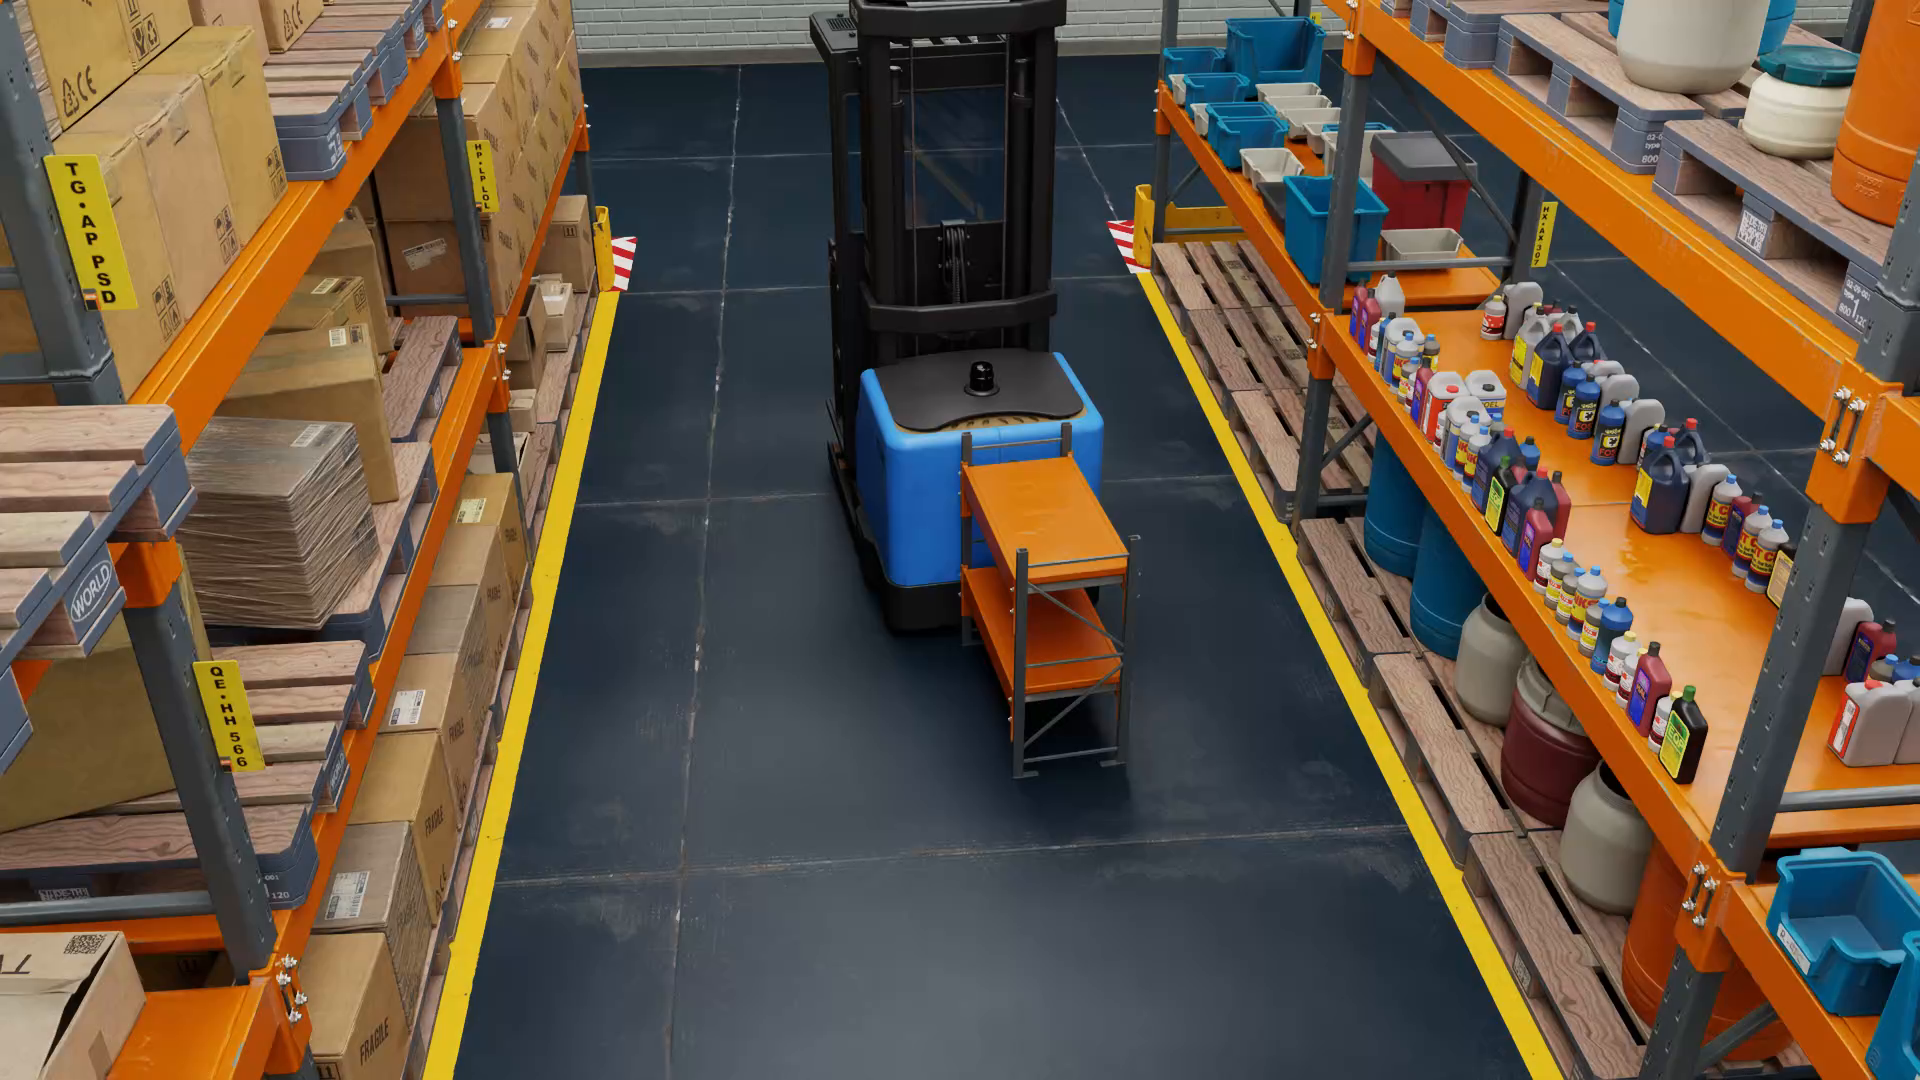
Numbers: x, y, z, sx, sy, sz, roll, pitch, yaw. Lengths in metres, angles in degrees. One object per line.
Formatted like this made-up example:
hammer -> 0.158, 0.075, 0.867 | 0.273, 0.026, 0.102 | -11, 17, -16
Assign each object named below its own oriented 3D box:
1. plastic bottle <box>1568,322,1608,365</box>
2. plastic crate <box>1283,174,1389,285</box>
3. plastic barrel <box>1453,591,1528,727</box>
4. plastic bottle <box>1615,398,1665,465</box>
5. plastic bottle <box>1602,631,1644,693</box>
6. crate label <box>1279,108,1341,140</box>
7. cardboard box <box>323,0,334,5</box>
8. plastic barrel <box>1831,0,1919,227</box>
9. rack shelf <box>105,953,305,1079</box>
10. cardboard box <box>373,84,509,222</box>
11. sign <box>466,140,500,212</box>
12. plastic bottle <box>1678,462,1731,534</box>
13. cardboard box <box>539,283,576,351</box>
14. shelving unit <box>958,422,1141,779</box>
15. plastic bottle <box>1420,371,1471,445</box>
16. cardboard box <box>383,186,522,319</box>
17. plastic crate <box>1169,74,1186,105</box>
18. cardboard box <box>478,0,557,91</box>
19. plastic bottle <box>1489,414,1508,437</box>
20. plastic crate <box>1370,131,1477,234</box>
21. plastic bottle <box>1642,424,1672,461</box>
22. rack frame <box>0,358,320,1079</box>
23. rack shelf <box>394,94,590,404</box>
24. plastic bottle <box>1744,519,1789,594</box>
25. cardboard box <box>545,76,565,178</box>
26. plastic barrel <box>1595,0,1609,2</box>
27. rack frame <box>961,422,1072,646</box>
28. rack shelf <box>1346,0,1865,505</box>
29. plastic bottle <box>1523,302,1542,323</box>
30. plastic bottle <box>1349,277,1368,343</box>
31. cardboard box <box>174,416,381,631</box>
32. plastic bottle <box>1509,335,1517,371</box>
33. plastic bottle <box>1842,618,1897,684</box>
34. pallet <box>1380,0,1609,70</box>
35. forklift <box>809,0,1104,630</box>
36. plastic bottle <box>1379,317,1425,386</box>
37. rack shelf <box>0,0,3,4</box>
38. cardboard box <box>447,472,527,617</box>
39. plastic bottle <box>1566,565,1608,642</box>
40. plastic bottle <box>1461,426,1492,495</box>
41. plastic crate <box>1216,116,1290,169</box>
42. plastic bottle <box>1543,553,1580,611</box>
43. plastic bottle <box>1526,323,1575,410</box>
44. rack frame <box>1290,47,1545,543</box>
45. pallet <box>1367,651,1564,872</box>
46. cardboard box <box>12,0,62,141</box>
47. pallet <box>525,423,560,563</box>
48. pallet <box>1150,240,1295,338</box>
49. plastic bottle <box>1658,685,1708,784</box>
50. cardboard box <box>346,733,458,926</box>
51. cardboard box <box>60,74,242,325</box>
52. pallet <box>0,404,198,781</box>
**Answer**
plastic bottle -> 2.686, -0.758, 7.142 | 0.144, 0.351, 0.185 | -3, 31, -5
plastic crate -> 1.874, -1.568, 8.407 | 0.392, 0.384, 0.575 | -3, 31, -5
plastic barrel -> 2.321, 0.493, 7.016 | 0.421, 0.512, 0.421 | 0, 31, 0
plastic bottle -> 2.731, -0.457, 6.711 | 0.152, 0.276, 0.135 | -3, 31, -5
plastic bottle -> 2.145, 0.387, 5.371 | 0.097, 0.201, 0.097 | 0, 31, 0
crate label -> 2.203, -2.585, 10.351 | 0.396, 0.136, 0.243 | -3, 31, -5
cardboard box -> -2.701, -2.385, 6.288 | 0.600, 0.600, 0.600 | -6, 31, -9
plastic barrel -> 2.580, -1.227, 4.126 | 0.600, 0.830, 0.708 | -3, 31, -5
rack shelf -> -2.115, 2.280, 2.709 | 1.077, 0.370, 4.000 | -3, 31, -5
cardboard box -> -2.439, -1.818, 7.796 | 0.500, 0.500, 0.500 | -2, 31, -3
sign -> -2.123, -1.617, 7.403 | 0.100, 0.325, 0.005 | -3, 31, -5
plastic bottle -> 2.782, -0.176, 6.241 | 0.152, 0.276, 0.135 | -3, 31, -5
cardboard box -> -2.694, -1.390, 10.405 | 0.500, 0.250, 0.500 | -3, 31, -5
shelving unit -> 0.360, 0.242, 7.247 | 0.538, 1.125, 1.048 | -6, 31, -10
plastic bottle -> 2.007, -0.547, 6.861 | 0.152, 0.276, 0.135 | -3, 31, -5
cardboard box -> -2.452, -1.408, 8.085 | 0.500, 0.500, 0.500 | -2, 31, -3
plastic crate -> 1.526, -2.972, 11.000 | 0.250, 0.136, 0.298 | -3, 31, -5
cardboard box -> -2.632, -2.870, 9.557 | 0.500, 0.500, 0.500 | -2, 31, -3
plastic bottle -> 2.151, -0.412, 6.708 | 0.097, 0.201, 0.097 | 0, 31, 0
plastic crate -> 2.423, -1.848, 8.798 | 0.402, 0.464, 0.583 | -3, 31, -5
plastic bottle -> 2.721, -0.326, 6.496 | 0.097, 0.271, 0.097 | 0, 31, 0
rack frame -> -2.301, 0.950, 4.234 | 1.000, 3.000, 0.127 | -3, 31, -5
rack shelf -> -2.862, -1.804, 9.547 | 1.077, 0.370, 4.000 | -3, 31, -5
plastic bottle -> 2.851, 0.051, 5.865 | 0.097, 0.271, 0.097 | 0, 31, 0
cardboard box -> -2.643, -2.442, 9.815 | 0.500, 0.500, 0.500 | -3, 31, -4
plastic barrel -> 2.544, -2.420, 6.358 | 0.600, 0.588, 0.600 | 0, 31, 0
rack frame -> 0.253, -0.012, 7.674 | 0.500, 1.125, 0.032 | -6, 31, -10
rack shelf -> 2.444, -1.285, 5.753 | 1.077, 0.370, 4.000 | -3, 31, -5
plastic bottle -> 2.654, -0.998, 7.690 | 0.097, 0.201, 0.097 | 0, 31, 0
plastic bottle -> 1.866, -1.069, 7.729 | 0.061, 0.283, 0.133 | -3, 31, -5
cardboard box -> -2.368, -0.065, 5.427 | 0.700, 0.500, 0.500 | 3, 31, 5
plastic bottle -> 2.527, -0.854, 7.449 | 0.097, 0.201, 0.097 | 0, 31, 0
plastic bottle -> 2.927, 0.359, 5.338 | 0.061, 0.283, 0.133 | -3, 31, -5
pallet -> 2.427, -2.138, 6.664 | 1.213, 0.211, 1.003 | -3, 31, -5
forklift -> -0.131, -1.574, 8.527 | 1.130, 2.935, 3.031 | -6, 31, -10
plastic bottle -> 1.955, -0.833, 7.340 | 0.152, 0.276, 0.135 | -3, 31, -5
rack shelf -> -2.115, -0.123, 1.273 | 1.077, 0.370, 4.000 | -3, 31, -5
cardboard box -> -2.344, 0.031, 7.782 | 0.500, 0.500, 0.500 | -3, 31, -5
plastic bottle -> 2.117, 0.208, 5.602 | 0.097, 0.271, 0.097 | 0, 31, 0
plastic bottle -> 2.022, -0.316, 6.479 | 0.097, 0.271, 0.097 | 0, 31, 0
plastic crate -> 1.729, -2.356, 9.874 | 0.416, 0.233, 0.300 | -3, 31, -5
plastic bottle -> 2.099, 0.138, 5.787 | 0.097, 0.201, 0.097 | 0, 31, 0
plastic bottle -> 2.542, -0.751, 7.130 | 0.144, 0.351, 0.185 | -3, 31, -5
rack frame -> 2.257, -1.327, 8.047 | 1.000, 3.000, 0.127 | -3, 31, -5
pallet -> 2.405, 0.890, 7.054 | 1.003, 0.211, 1.213 | -3, 31, -5
cardboard box -> -2.336, -1.033, 3.556 | 0.500, 0.500, 0.500 | -3, 31, -5
pallet -> -2.738, -0.245, 8.955 | 1.003, 0.211, 1.213 | -3, 31, -5
pallet -> 1.922, -1.749, 11.473 | 1.003, 0.211, 1.213 | -3, 31, -5
plastic bottle -> 2.168, 0.579, 4.969 | 0.061, 0.283, 0.133 | -3, 31, -5
cardboard box -> -2.156, 1.065, 6.050 | 0.500, 0.500, 0.500 | -3, 31, -5
cardboard box -> -2.423, -0.862, 4.245 | 0.910, 0.500, 0.500 | -3, 31, -5
pallet -> -2.149, 0.086, 2.940 | 1.213, 0.211, 1.003 | -1, 31, -2
